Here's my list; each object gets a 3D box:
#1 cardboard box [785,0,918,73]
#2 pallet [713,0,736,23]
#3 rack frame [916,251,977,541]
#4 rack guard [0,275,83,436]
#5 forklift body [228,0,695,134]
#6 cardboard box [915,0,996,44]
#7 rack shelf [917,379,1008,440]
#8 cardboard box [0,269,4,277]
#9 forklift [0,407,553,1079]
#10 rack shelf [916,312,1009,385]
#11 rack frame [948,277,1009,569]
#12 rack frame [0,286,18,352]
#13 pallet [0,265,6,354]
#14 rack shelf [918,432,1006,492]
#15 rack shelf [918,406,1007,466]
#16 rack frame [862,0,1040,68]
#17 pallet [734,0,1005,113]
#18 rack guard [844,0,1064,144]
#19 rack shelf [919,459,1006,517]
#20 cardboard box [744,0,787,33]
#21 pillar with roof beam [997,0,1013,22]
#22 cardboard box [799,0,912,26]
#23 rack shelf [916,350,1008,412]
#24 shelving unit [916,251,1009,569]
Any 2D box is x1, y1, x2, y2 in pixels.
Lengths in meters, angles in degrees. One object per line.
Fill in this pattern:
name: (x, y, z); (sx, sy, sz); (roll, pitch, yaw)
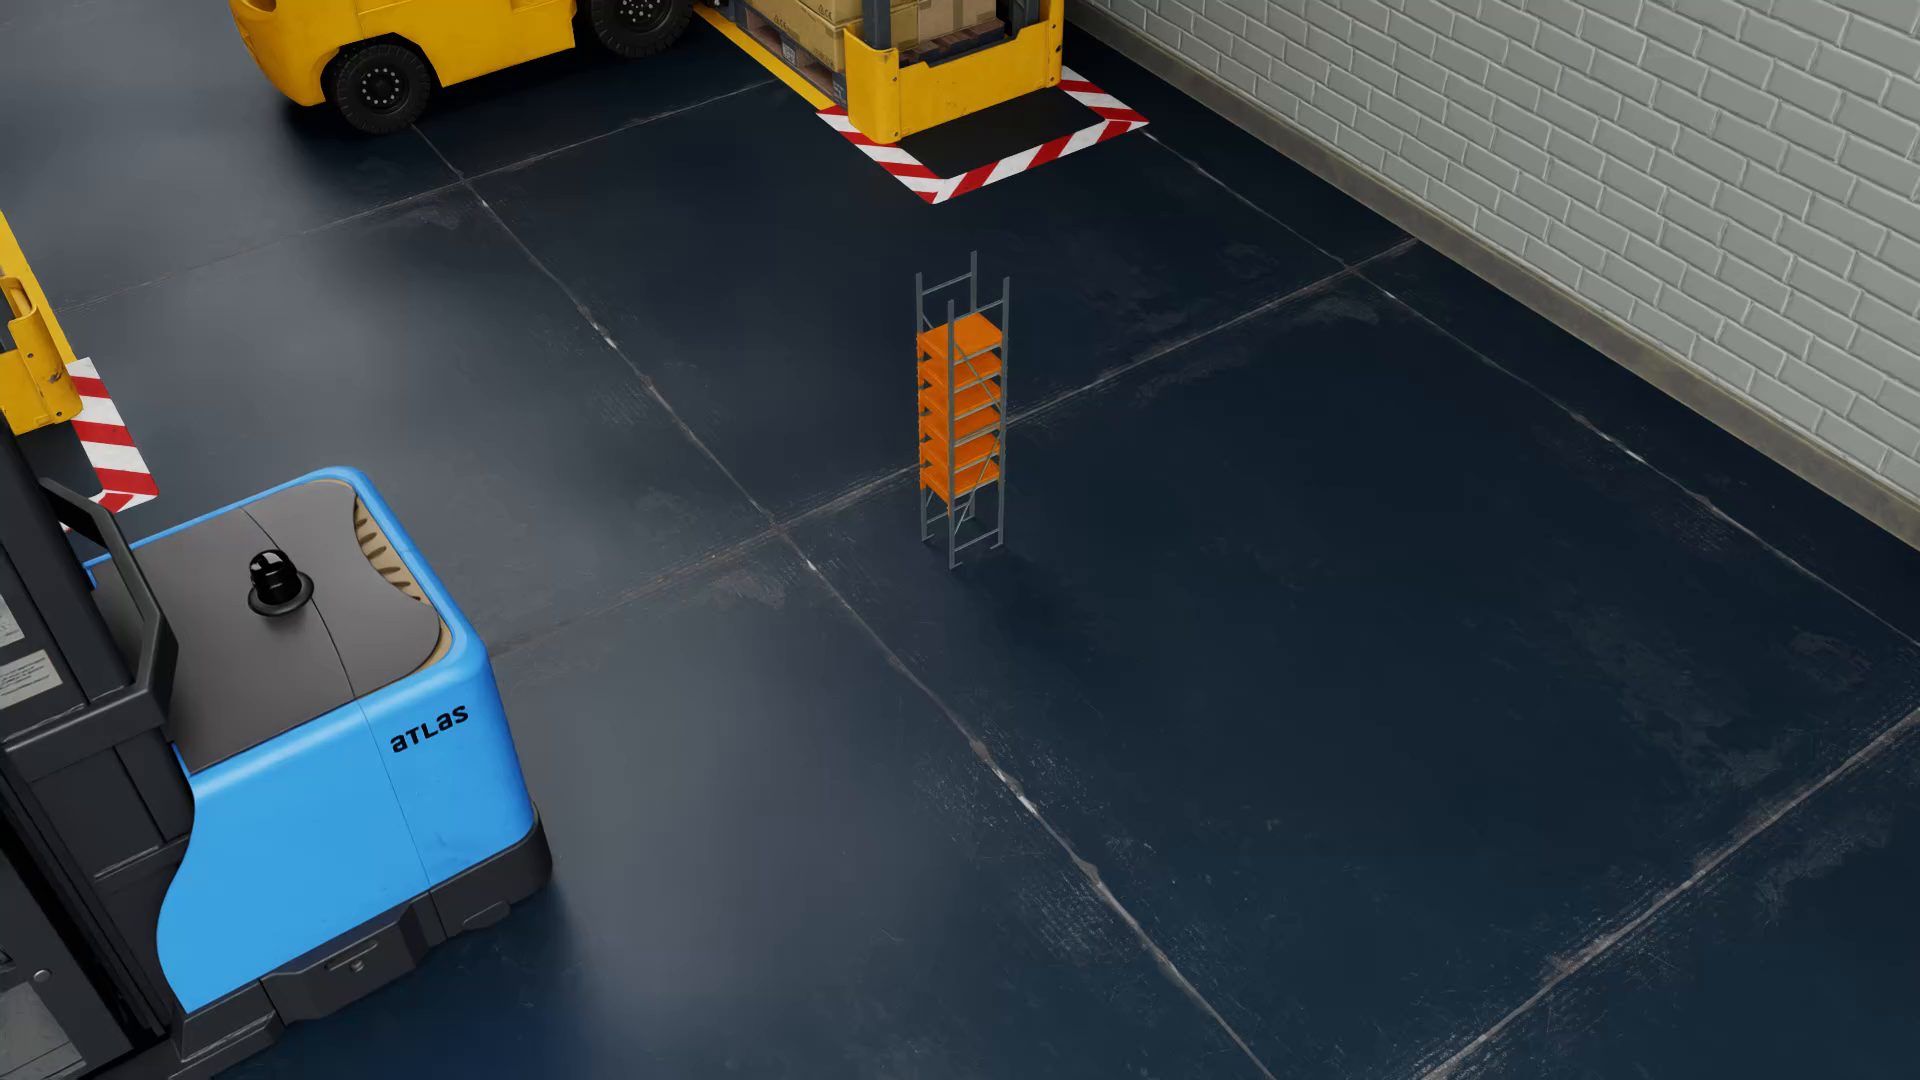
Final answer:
cardboard box: (-0.560, -2.689, 8.581); (0.500, 0.250, 0.500); (-25, 49, -24)
pallet: (-1.198, -3.488, 9.751); (1.003, 0.211, 1.213); (-26, 49, -24)
rack frame: (-0.044, -0.478, 5.881); (0.240, 1.200, 0.006); (-26, 49, -24)
rack guard: (-4.145, -0.566, 6.481); (1.175, 0.500, 0.348); (-26, 49, -24)
forklift body: (-2.613, -3.436, 8.292); (2.313, 2.155, 1.214); (-26, 49, -24)
cardboard box: (-0.153, -2.903, 8.806); (0.500, 0.250, 0.500); (-26, 49, -24)
rack shelf: (0.008, -0.480, 5.775); (0.258, 0.103, 0.180); (-26, 49, -24)
cardboard box: (-4.336, -1.151, 6.970); (0.500, 0.250, 0.500); (-26, 49, -25)
forklift: (-2.741, 0.335, 3.777); (3.031, 2.935, 1.130); (-26, 50, -25)
rack shelf: (0.008, -0.654, 5.609); (0.258, 0.103, 0.180); (-26, 49, -24)
rack frame: (0.061, -0.374, 5.773); (0.240, 1.200, 0.006); (-26, 49, -24)
rack frame: (-4.101, -1.427, 5.573); (1.000, 3.000, 0.127); (-26, 49, -24)
pallet: (-4.581, -0.936, 7.077); (1.003, 0.211, 1.213); (-26, 49, -24)
rack shelf: (0.008, -0.307, 5.941); (0.258, 0.103, 0.180); (-26, 49, -24)
rack shelf: (0.008, -0.394, 5.858); (0.258, 0.103, 0.180); (-26, 49, -24)
rack frame: (-0.032, -3.390, 7.629); (1.000, 3.000, 0.127); (-26, 49, -24)
pallet: (-0.504, -2.798, 9.028); (1.003, 0.211, 1.213); (-26, 49, -24)
rack guard: (-0.018, -2.472, 8.478); (1.175, 0.500, 0.348); (-26, 49, -24)
rack shelf: (0.008, -0.220, 6.024); (0.258, 0.103, 0.180); (-26, 49, -24)
cardboard box: (-0.837, -2.974, 8.880); (0.500, 0.250, 0.500); (-26, 49, -24)
pillar with roof beam: (-3.222, -4.610, 4.562); (9.100, 9.000, 0.400); (-26, 49, -24)
cardboard box: (-0.567, -2.880, 8.420); (0.500, 0.250, 0.500); (-26, 50, -25)
rack shelf: (0.008, -0.567, 5.692); (0.258, 0.103, 0.180); (-26, 49, -24)
shelving unit: (0.008, -0.426, 5.827); (0.258, 1.200, 0.189); (-26, 49, -24)
